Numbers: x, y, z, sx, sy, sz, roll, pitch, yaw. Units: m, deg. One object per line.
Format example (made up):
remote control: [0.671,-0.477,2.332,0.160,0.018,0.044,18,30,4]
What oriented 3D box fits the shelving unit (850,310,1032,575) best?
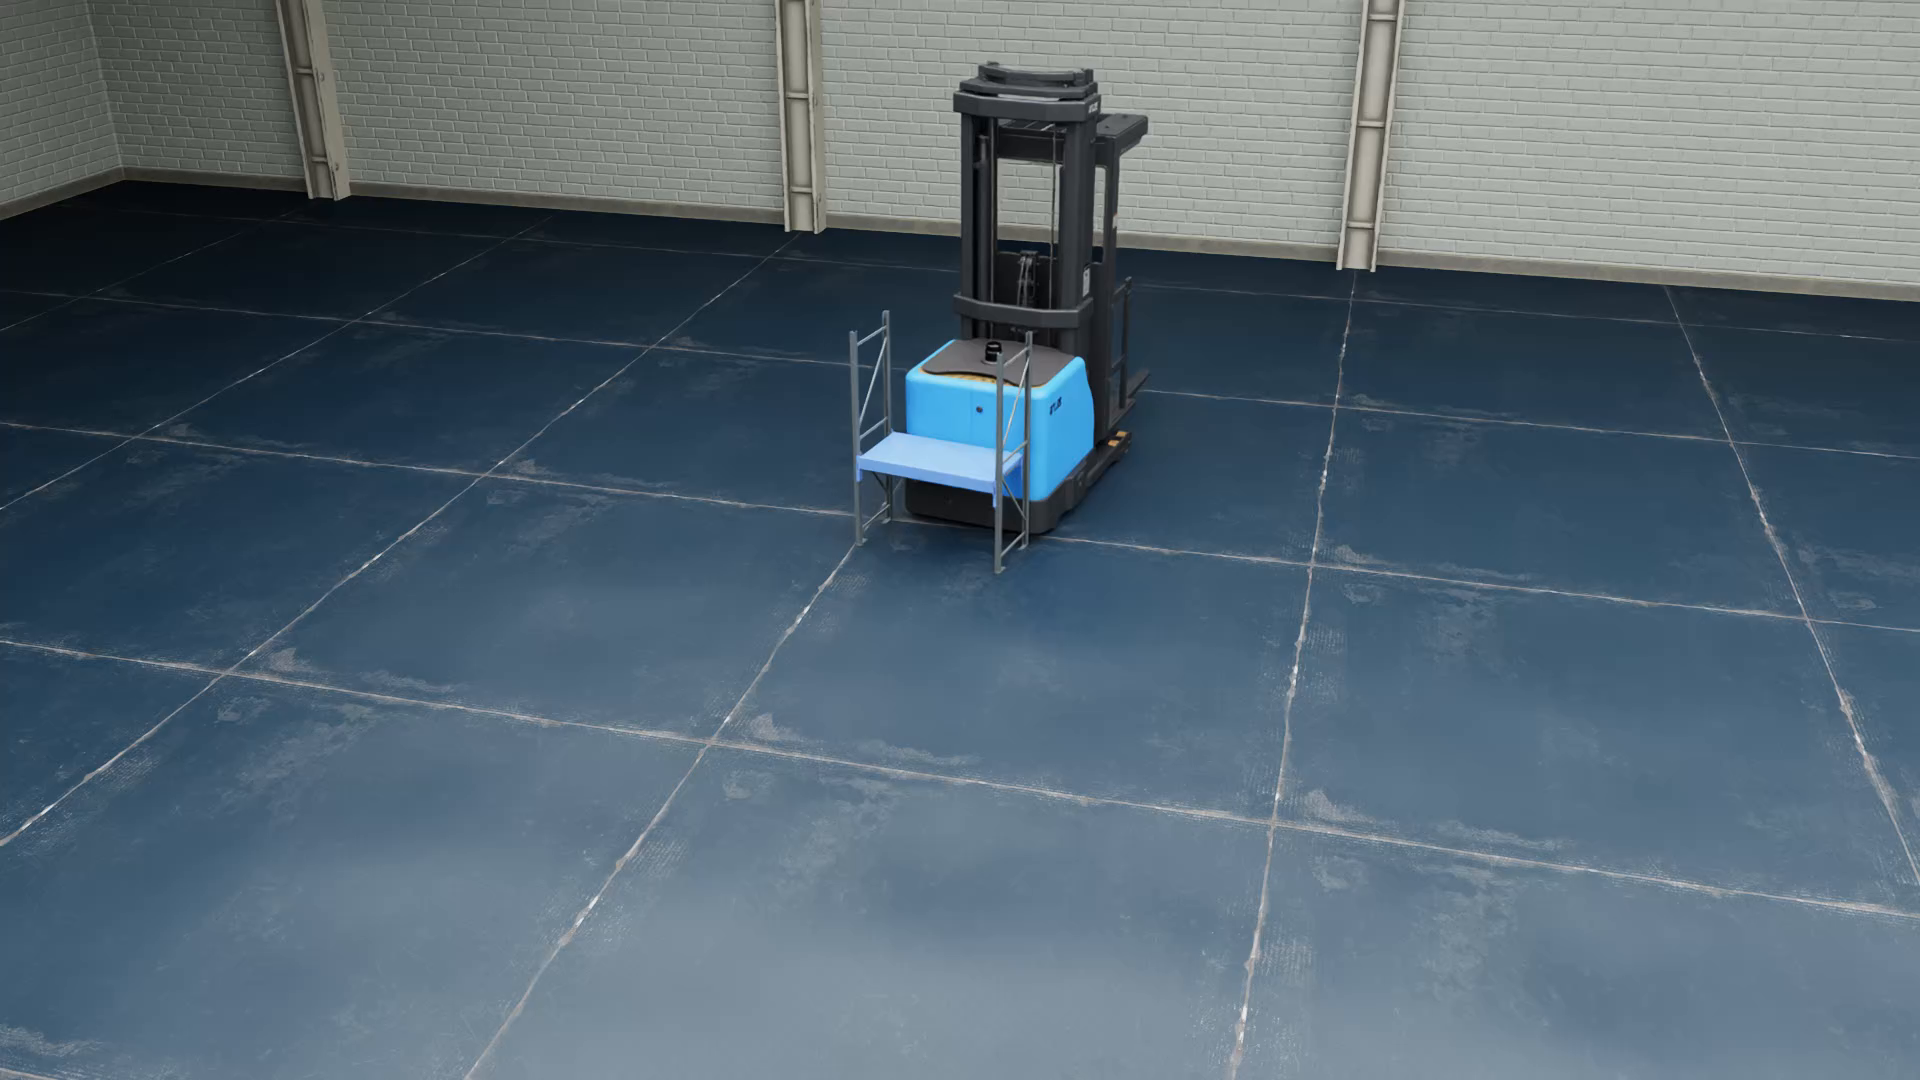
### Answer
shelving unit: [-0.120,-0.641,10.853,1.048,1.500,0.538,11,28,22]

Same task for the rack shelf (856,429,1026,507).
rack shelf: [-0.120,-0.479,10.930,1.000,0.185,0.538,11,28,22]

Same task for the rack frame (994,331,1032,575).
rack frame: [0.342,-0.550,10.661,0.032,1.500,0.500,11,28,22]

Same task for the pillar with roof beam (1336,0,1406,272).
pillar with roof beam: [3.022,-5.095,11.483,0.400,9.000,9.100,6,26,13]

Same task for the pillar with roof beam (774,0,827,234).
pillar with roof beam: [-2.788,-5.737,12.832,0.400,9.000,9.100,6,26,13]

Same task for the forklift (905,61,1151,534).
forklift: [0.662,-1.972,11.982,1.130,2.935,3.031,10,27,21]

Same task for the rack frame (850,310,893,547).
rack frame: [-0.582,-0.733,11.045,0.032,1.500,0.500,11,28,22]

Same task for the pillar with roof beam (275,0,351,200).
pillar with roof beam: [-8.599,-6.379,14.181,0.400,9.000,9.100,6,26,13]
